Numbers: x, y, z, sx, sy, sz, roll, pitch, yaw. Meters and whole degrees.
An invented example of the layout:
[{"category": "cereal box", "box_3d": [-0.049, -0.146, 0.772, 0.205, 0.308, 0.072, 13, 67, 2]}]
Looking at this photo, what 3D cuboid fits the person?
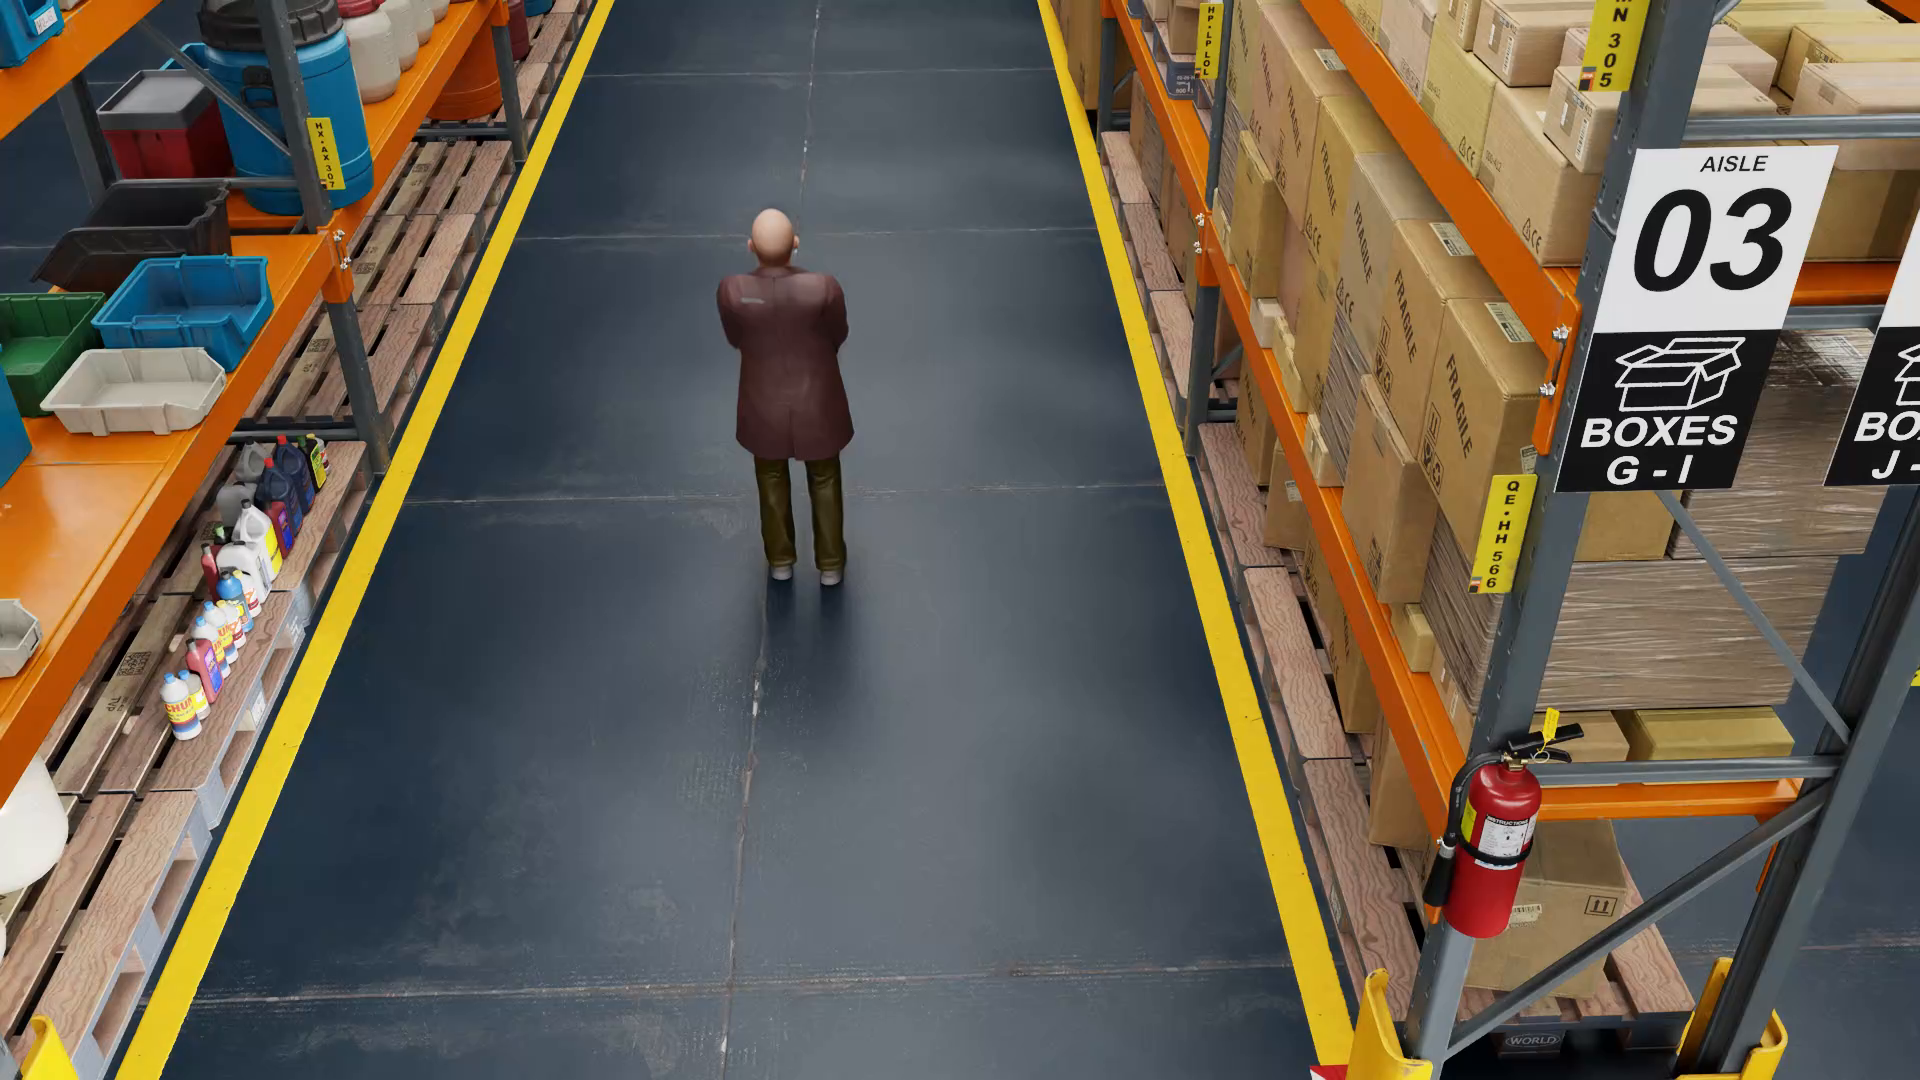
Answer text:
[{"category": "person", "box_3d": [-0.723, -0.648, 7.096, 0.530, 1.769, 0.563, -1, 35, -2]}]
